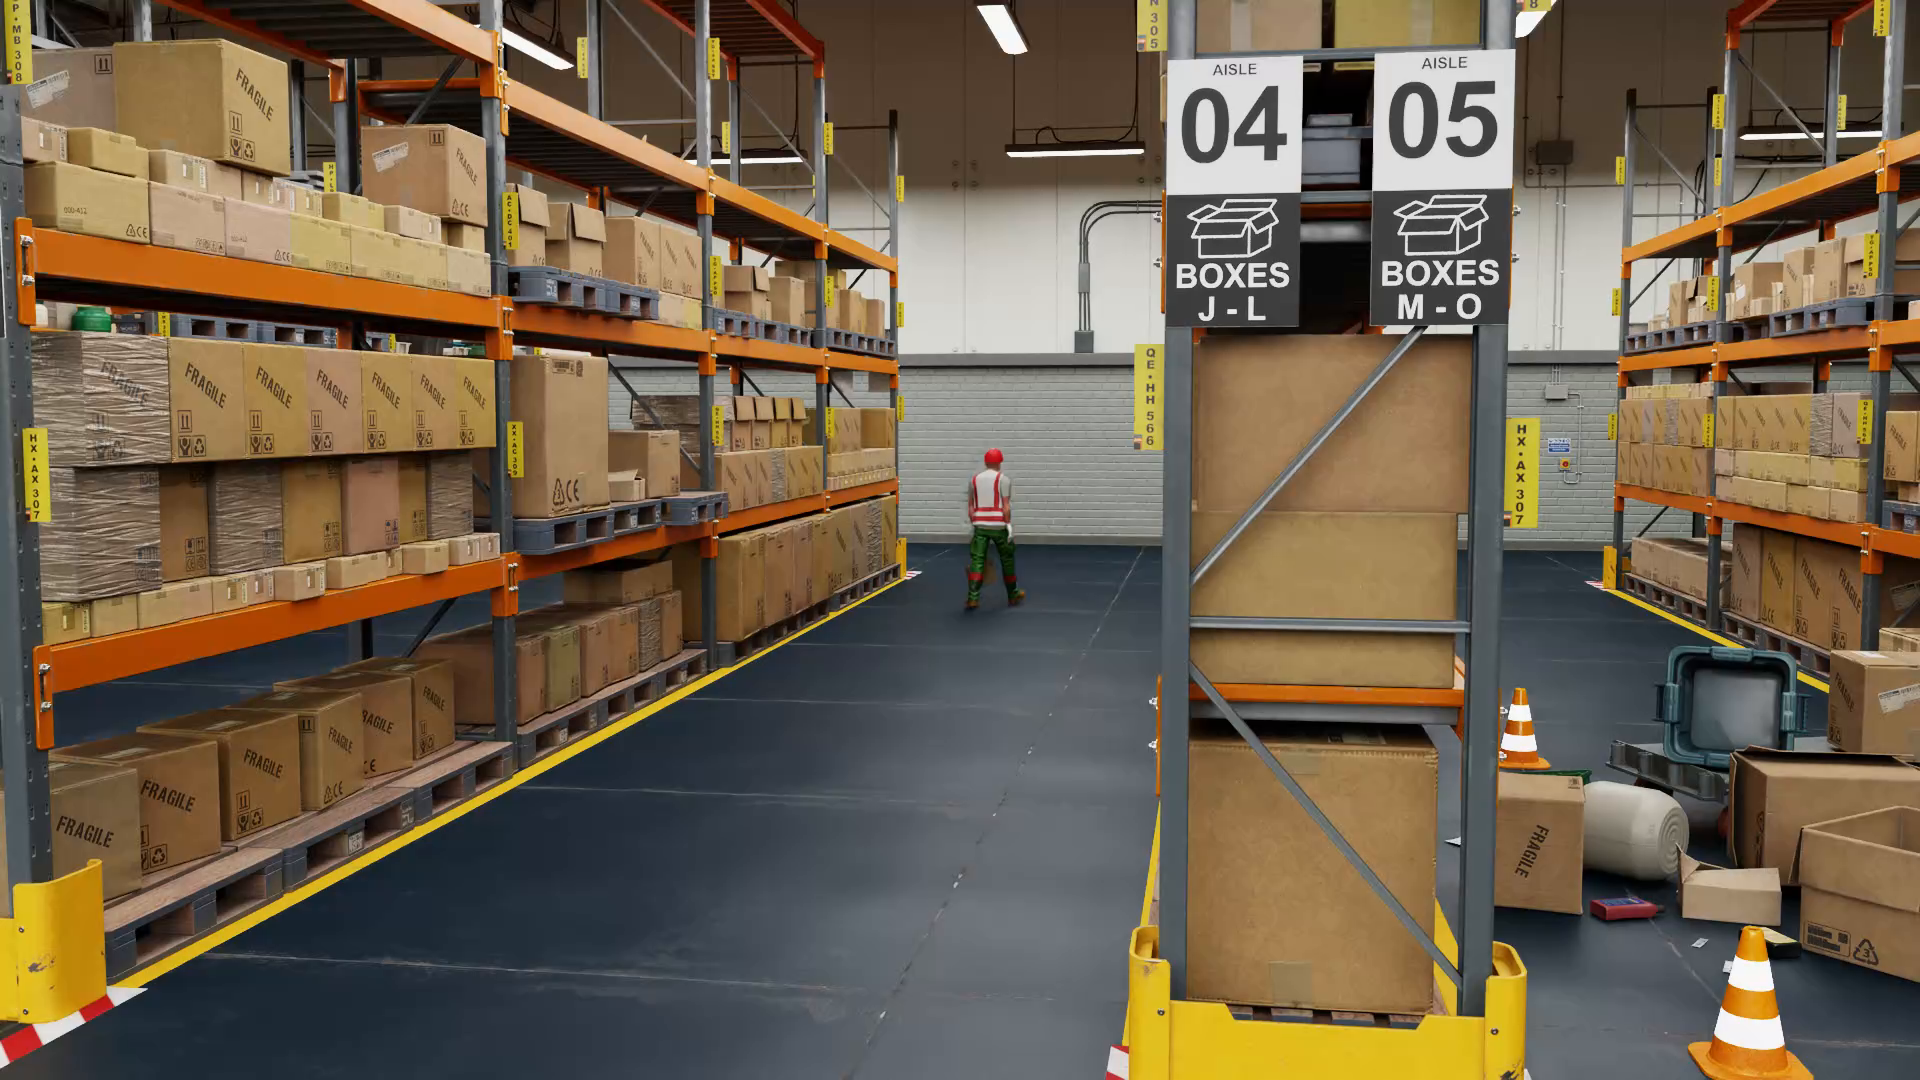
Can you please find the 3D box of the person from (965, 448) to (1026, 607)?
[{"bbox_3d":[0.361,-0.144,18.453,0.578,1.748,0.950,2,5,25],"label":"person"}]
